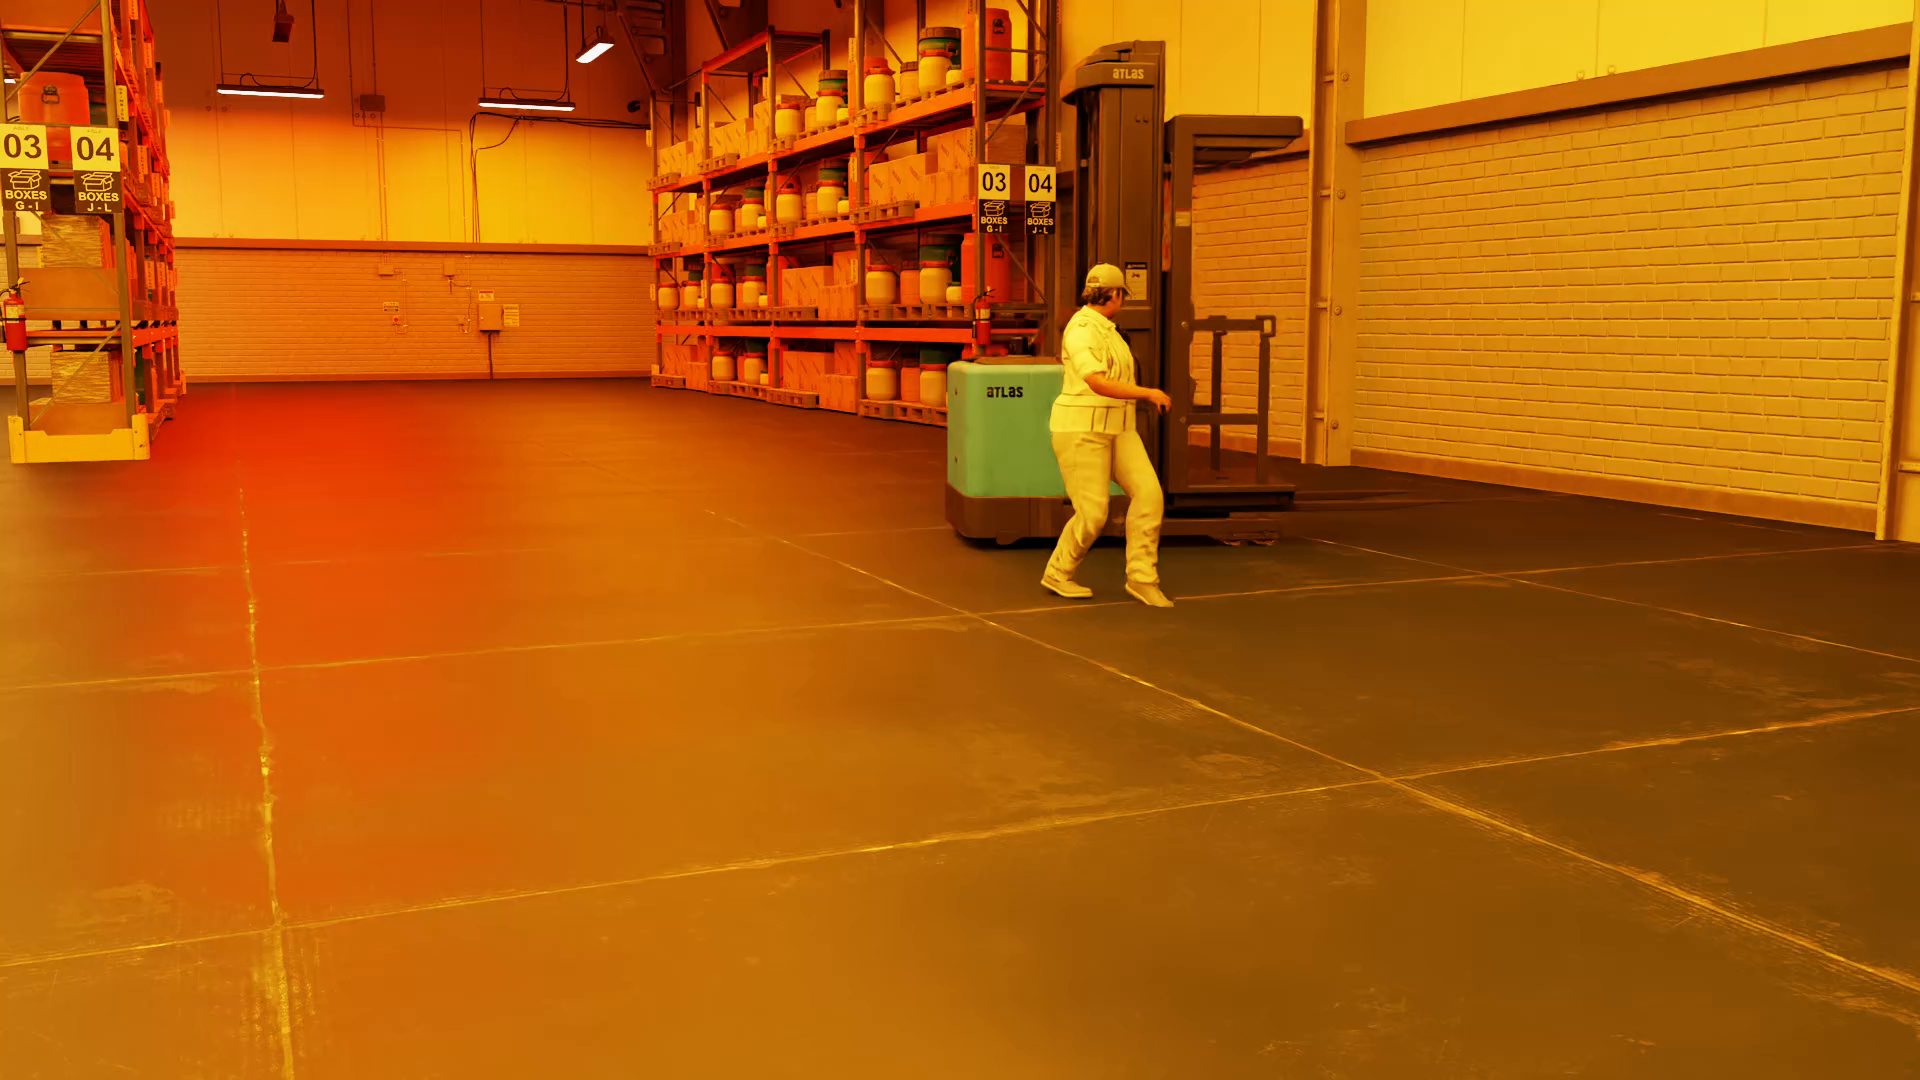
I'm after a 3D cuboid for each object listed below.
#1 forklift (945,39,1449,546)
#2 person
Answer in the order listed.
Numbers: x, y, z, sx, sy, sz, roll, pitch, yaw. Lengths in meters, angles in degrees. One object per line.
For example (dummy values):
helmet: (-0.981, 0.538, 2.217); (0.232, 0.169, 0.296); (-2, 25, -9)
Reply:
forklift: (1.466, -1.484, 10.196); (3.031, 2.935, 1.130); (-1, 8, -7)
person: (0.667, -0.485, 7.930); (0.850, 1.647, 0.524); (6, 10, 40)
